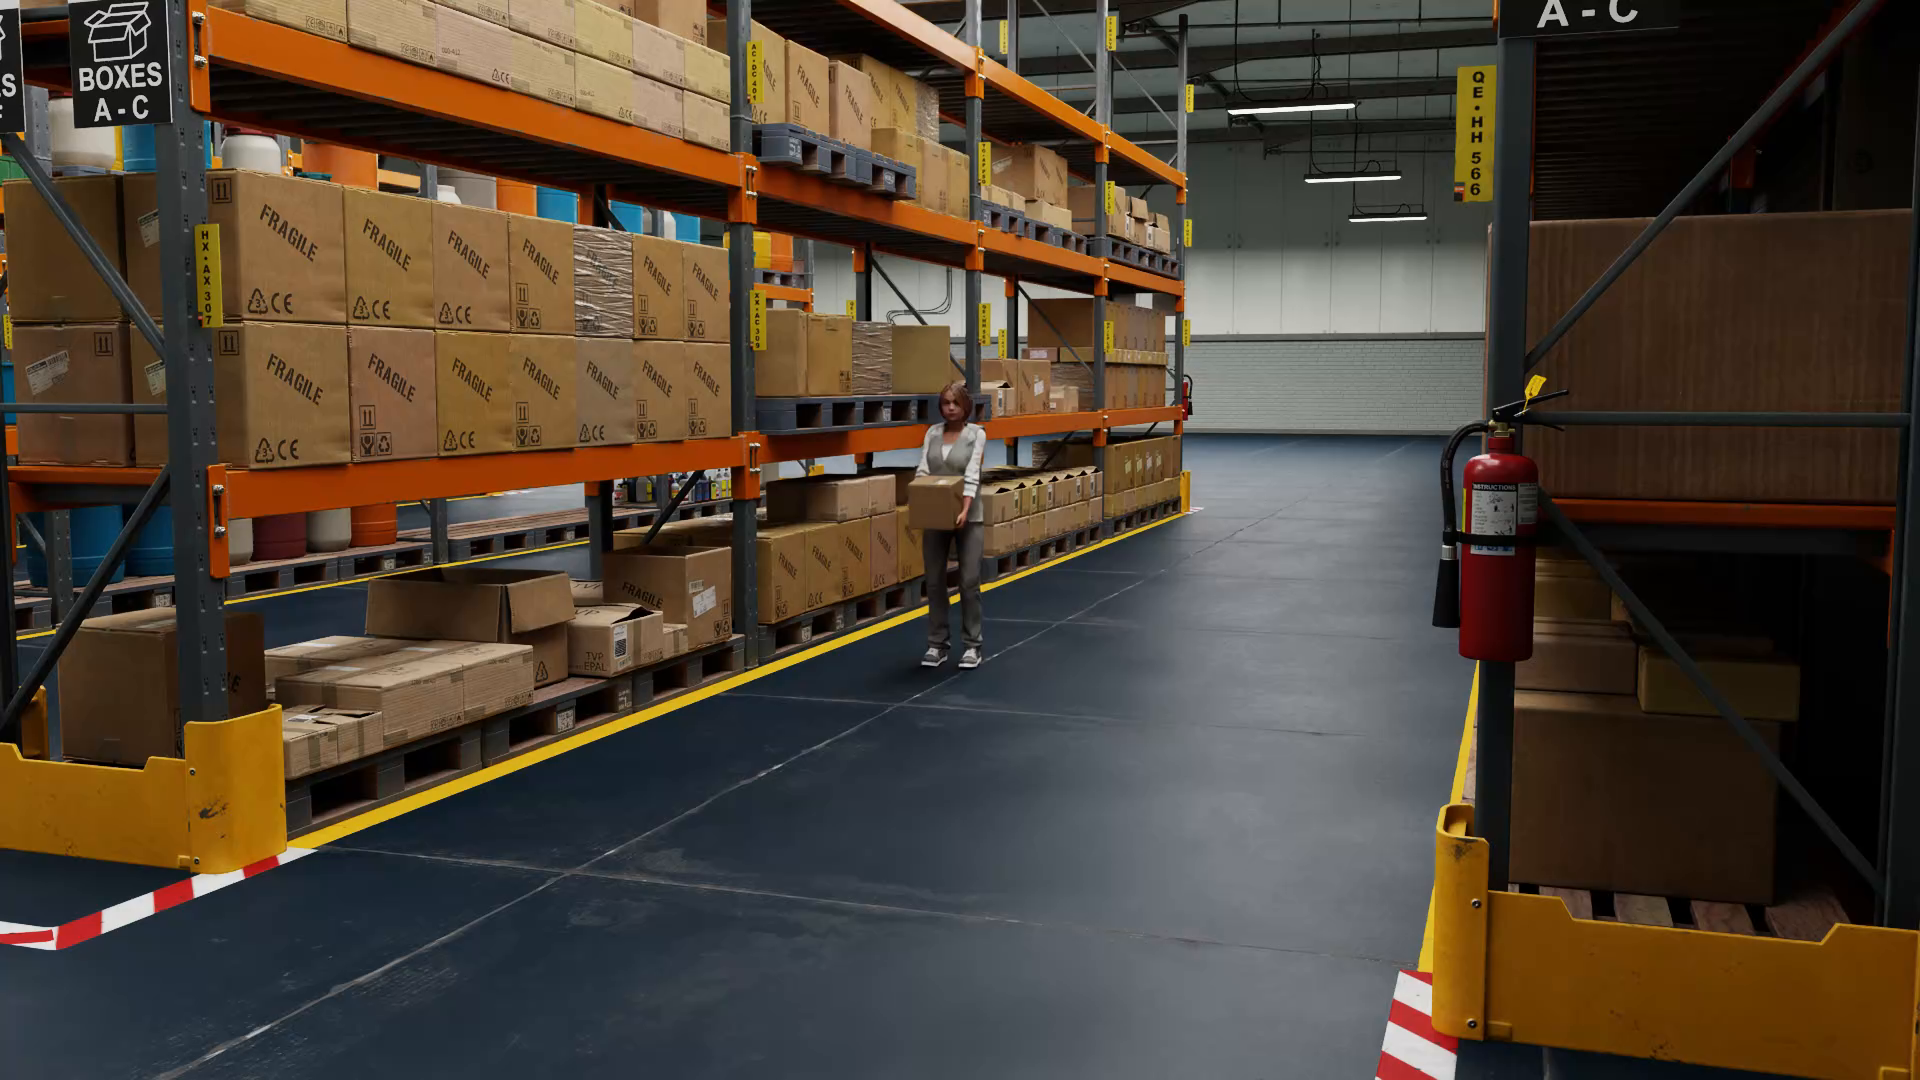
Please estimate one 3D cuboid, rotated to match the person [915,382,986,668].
[{"bbox_3d":[-0.060,-0.077,9.288,0.375,1.599,0.500,2,6,18],"label":"person"}]
